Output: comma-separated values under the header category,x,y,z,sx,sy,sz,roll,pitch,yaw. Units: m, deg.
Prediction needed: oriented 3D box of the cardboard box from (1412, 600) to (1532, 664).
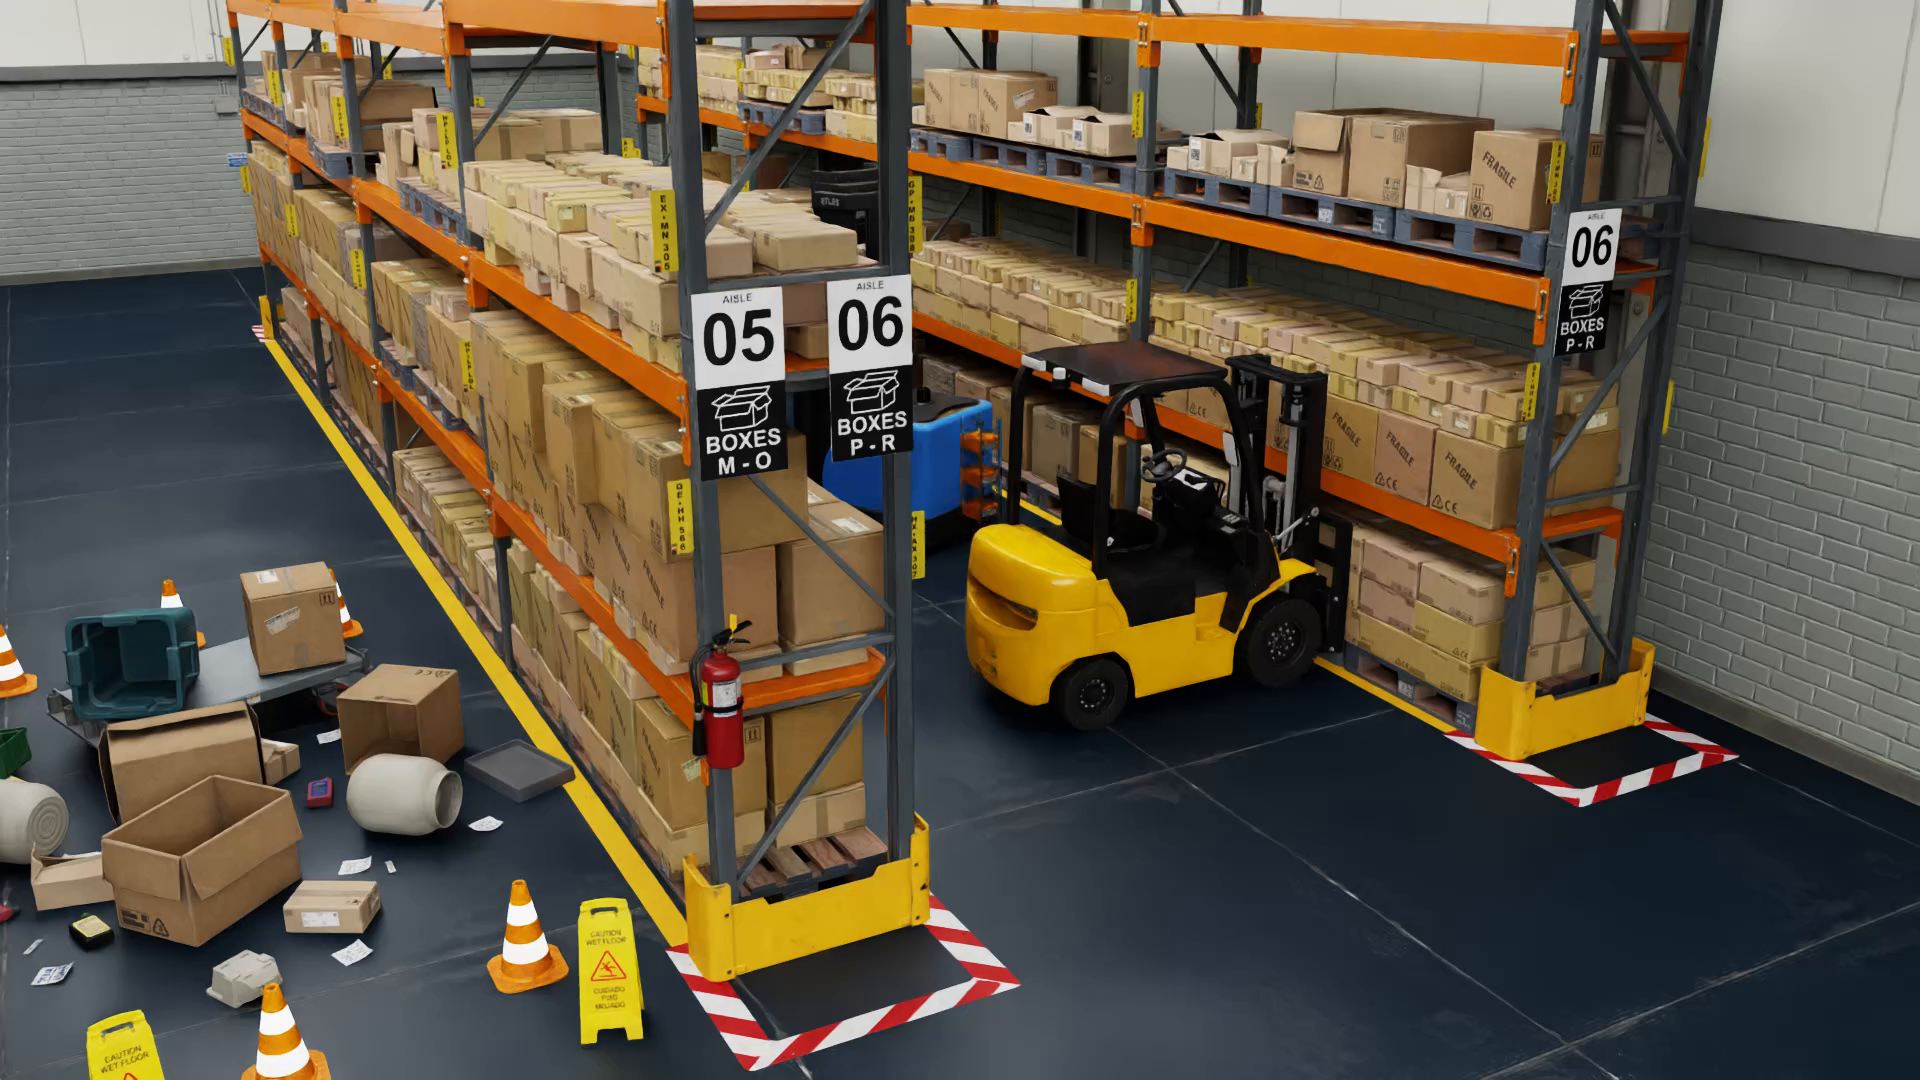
category,x,y,z,sx,sy,sz,roll,pitch,yaw
cardboard box,3.174,0.523,10.323,0.500,0.250,0.500,-10,22,-27

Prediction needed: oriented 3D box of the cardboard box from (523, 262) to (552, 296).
category,x,y,z,sx,sy,sz,roll,pitch,yaw
cardboard box,-2.118,-1.417,8.927,0.380,0.149,0.250,-10,22,-28

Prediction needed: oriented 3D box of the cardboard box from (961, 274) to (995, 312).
category,x,y,z,sx,sy,sz,roll,pitch,yaw
cardboard box,0.347,-2.251,15.019,0.500,0.250,0.500,-11,22,-28

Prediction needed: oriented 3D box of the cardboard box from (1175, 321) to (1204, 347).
category,x,y,z,sx,sy,sz,roll,pitch,yaw
cardboard box,1.826,-1.547,12.368,0.380,0.149,0.250,-9,21,-25

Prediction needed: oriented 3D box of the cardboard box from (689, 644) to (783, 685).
category,x,y,z,sx,sy,sz,roll,pitch,yaw
cardboard box,-1.052,0.563,7.785,0.380,0.149,0.250,-9,21,-25

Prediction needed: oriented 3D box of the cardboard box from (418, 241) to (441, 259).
category,x,y,z,sx,sy,sz,roll,pitch,yaw
cardboard box,-4.504,-2.477,14.525,0.500,0.500,0.500,-11,22,-28

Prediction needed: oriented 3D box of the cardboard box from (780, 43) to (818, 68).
category,x,y,z,sx,sy,sz,roll,pitch,yaw
cardboard box,-1.812,-5.500,18.870,0.396,0.266,0.258,-10,22,-27

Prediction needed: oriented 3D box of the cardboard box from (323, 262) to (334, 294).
category,x,y,z,sx,sy,sz,roll,pitch,yaw
cardboard box,-5.693,-2.482,15.690,0.500,0.250,0.500,-11,22,-28

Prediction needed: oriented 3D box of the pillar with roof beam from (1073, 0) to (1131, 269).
category,x,y,z,sx,sy,sz,roll,pitch,yaw
pillar with roof beam,-2.495,-4.482,12.825,9.100,9.000,0.400,-10,21,-27

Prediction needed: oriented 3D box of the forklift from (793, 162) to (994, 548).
category,x,y,z,sx,sy,sz,roll,pitch,yaw
forklift,-1.221,-1.653,13.929,3.031,2.935,1.130,12,23,32

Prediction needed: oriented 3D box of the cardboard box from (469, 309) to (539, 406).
category,x,y,z,sx,sy,sz,roll,pitch,yaw
cardboard box,-2.567,-1.130,10.165,0.700,0.500,0.500,-10,22,-27

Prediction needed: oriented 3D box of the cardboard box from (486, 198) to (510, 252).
category,x,y,z,sx,sy,sz,roll,pitch,yaw
cardboard box,-2.364,-1.802,9.430,0.500,0.250,0.500,-10,21,-27

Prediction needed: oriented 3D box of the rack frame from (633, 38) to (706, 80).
category,x,y,z,sx,sy,sz,roll,pitch,yaw
rack frame,-3.917,-7.680,22.092,1.000,3.000,0.127,-10,21,-27

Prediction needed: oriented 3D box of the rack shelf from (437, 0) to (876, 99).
category,x,y,z,sx,sy,sz,roll,pitch,yaw
rack shelf,-1.636,-2.550,8.332,1.077,0.370,4.000,-10,21,-27

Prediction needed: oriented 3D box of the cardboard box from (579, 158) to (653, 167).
category,x,y,z,sx,sy,sz,roll,pitch,yaw
cardboard box,-2.052,-2.186,9.931,0.380,0.149,0.250,-11,22,-28

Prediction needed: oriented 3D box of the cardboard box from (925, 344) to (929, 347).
category,x,y,z,sx,sy,sz,roll,pitch,yaw
cardboard box,-0.287,-1.873,17.648,0.500,0.500,0.500,-10,21,-26

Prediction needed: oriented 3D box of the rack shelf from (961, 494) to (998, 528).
category,x,y,z,sx,sy,sz,roll,pitch,yaw
rack shelf,0.164,-0.201,13.484,0.215,0.259,0.240,-16,25,-38

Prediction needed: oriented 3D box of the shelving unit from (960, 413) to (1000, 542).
category,x,y,z,sx,sy,sz,roll,pitch,yaw
shelving unit,0.162,-0.473,13.389,0.215,1.050,0.252,-16,25,-38

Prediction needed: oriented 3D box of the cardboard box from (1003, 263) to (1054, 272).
category,x,y,z,sx,sy,sz,roll,pitch,yaw
cardboard box,0.605,-2.336,14.654,0.380,0.149,0.250,-10,21,-27

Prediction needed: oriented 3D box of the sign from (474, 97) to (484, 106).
category,x,y,z,sx,sy,sz,roll,pitch,yaw
sign,-4.006,-3.523,13.853,0.100,0.325,0.005,-10,21,-27

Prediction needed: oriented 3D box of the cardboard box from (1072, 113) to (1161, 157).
category,x,y,z,sx,sy,sz,roll,pitch,yaw
cardboard box,1.223,-3.191,13.021,0.500,0.311,0.500,-11,22,-28

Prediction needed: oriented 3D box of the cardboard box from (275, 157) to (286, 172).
category,x,y,z,sx,sy,sz,roll,pitch,yaw
cardboard box,-7.362,-4.168,18.432,0.380,0.149,0.250,-10,22,-28

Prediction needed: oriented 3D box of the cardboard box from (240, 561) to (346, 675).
category,x,y,z,sx,sy,sz,roll,pitch,yaw
cardboard box,-4.138,0.479,10.317,0.500,0.500,0.500,-10,21,-27

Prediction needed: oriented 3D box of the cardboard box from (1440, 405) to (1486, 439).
category,x,y,z,sx,sy,sz,roll,pitch,yaw
cardboard box,3.122,-0.730,10.000,0.380,0.149,0.250,-10,21,-26

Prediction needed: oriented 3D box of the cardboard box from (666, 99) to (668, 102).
category,x,y,z,sx,sy,sz,roll,pitch,yaw
cardboard box,-3.557,-5.707,21.358,0.380,0.149,0.250,-10,21,-27

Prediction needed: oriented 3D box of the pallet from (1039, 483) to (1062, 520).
category,x,y,z,sx,sy,sz,roll,pitch,yaw
pallet,1.397,-0.287,14.138,1.003,0.211,1.213,-10,21,-27

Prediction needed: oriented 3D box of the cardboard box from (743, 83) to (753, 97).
category,x,y,z,sx,sy,sz,roll,pitch,yaw
cardboard box,-2.226,-5.093,18.783,0.380,0.149,0.250,-10,21,-26

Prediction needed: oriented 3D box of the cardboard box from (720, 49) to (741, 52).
category,x,y,z,sx,sy,sz,roll,pitch,yaw
cardboard box,-2.746,-6.040,20.946,0.500,0.250,0.500,-10,21,-27

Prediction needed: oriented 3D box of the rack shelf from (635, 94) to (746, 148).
category,x,y,z,sx,sy,sz,roll,pitch,yaw
rack shelf,-2.967,-5.348,21.035,1.077,0.370,4.000,-10,21,-27

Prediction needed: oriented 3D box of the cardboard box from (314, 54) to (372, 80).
category,x,y,z,sx,sy,sz,roll,pitch,yaw
cardboard box,-6.479,-4.838,17.505,0.500,0.500,0.500,-10,21,-26

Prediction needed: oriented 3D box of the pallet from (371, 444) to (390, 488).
category,x,y,z,sx,sy,sz,roll,pitch,yaw
pallet,-4.793,-0.697,15.329,1.003,0.211,1.213,-10,21,-27

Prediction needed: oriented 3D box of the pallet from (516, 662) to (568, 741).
category,x,y,z,sx,sy,sz,roll,pitch,yaw
pallet,-2.235,0.876,10.769,1.003,0.211,1.213,-10,21,-27

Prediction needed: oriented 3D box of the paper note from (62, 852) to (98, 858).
category,x,y,z,sx,sy,sz,roll,pitch,yaw
paper note,-4.638,1.680,8.728,0.172,0.023,0.155,-3,19,-8

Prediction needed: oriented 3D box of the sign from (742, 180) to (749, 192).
category,x,y,z,sx,sy,sz,roll,pitch,yaw
sign,-2.491,-4.019,19.352,0.100,0.325,0.005,-10,21,-27

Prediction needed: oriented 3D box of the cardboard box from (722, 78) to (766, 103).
category,x,y,z,sx,sy,sz,roll,pitch,yaw
cardboard box,-2.467,-5.283,19.519,0.500,0.250,0.500,-10,21,-26

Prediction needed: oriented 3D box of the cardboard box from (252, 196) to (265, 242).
category,x,y,z,sx,sy,sz,roll,pitch,yaw
cardboard box,-8.308,-3.939,20.295,0.500,0.500,0.500,-10,21,-27

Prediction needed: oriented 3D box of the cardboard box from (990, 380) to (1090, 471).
category,x,y,z,sx,sy,sz,roll,pitch,yaw
cardboard box,0.803,-1.063,15.109,0.875,0.625,0.625,-11,22,-29

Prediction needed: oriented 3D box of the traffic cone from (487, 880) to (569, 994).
category,x,y,z,sx,sy,sz,roll,pitch,yaw
traffic cone,-2.025,1.794,7.721,0.336,0.463,0.334,-10,21,-27

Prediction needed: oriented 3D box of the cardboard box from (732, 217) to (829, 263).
category,x,y,z,sx,sy,sz,roll,pitch,yaw
cardboard box,-0.809,-1.361,7.540,0.380,0.149,0.250,-10,21,-27

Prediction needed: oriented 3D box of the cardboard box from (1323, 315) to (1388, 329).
category,x,y,z,sx,sy,sz,roll,pitch,yaw
cardboard box,2.779,-1.476,11.707,0.380,0.149,0.250,-10,22,-27

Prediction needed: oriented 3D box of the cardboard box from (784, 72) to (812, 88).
category,x,y,z,sx,sy,sz,roll,pitch,yaw
cardboard box,-1.671,-4.949,17.908,0.380,0.149,0.250,-10,21,-26

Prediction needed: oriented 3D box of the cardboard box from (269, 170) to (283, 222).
category,x,y,z,sx,sy,sz,roll,pitch,yaw
cardboard box,-7.335,-3.830,18.446,0.500,0.500,0.500,-10,21,-26

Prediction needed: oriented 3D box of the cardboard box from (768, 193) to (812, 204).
category,x,y,z,sx,sy,sz,roll,pitch,yaw
cardboard box,-1.739,-3.619,18.725,0.700,0.500,0.500,-10,21,-26

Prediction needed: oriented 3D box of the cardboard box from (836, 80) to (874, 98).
category,x,y,z,sx,sy,sz,roll,pitch,yaw
cardboard box,-1.036,-4.577,16.861,0.380,0.149,0.250,-11,22,-28

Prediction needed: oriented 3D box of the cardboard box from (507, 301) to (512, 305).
category,x,y,z,sx,sy,sz,roll,pitch,yaw
cardboard box,-3.104,-1.808,12.025,0.380,0.149,0.250,-9,21,-24

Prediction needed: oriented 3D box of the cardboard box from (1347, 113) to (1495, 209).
category,x,y,z,sx,sy,sz,roll,pitch,yaw
cardboard box,2.858,-2.361,10.326,0.700,0.500,0.500,-10,21,-26

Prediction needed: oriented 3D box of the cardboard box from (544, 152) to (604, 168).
category,x,y,z,sx,sy,sz,roll,pitch,yaw
cardboard box,-2.510,-2.405,10.989,0.500,0.250,0.500,-11,22,-28

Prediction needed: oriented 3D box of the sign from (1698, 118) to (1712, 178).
category,x,y,z,sx,sy,sz,roll,pitch,yaw
sign,4.172,-2.204,9.360,0.100,0.325,0.005,-10,21,-27

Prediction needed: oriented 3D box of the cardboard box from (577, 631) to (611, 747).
category,x,y,z,sx,sy,sz,roll,pitch,yaw
cardboard box,-1.780,0.781,9.192,0.500,0.500,0.500,-11,22,-28

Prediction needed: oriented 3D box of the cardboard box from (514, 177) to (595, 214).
category,x,y,z,sx,sy,sz,roll,pitch,yaw
cardboard box,-2.193,-1.874,9.029,0.380,0.149,0.250,-11,22,-28

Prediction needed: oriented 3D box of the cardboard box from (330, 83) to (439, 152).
category,x,y,z,sx,sy,sz,roll,pitch,yaw
cardboard box,-4.797,-3.528,13.856,0.797,0.503,0.637,-11,22,-30

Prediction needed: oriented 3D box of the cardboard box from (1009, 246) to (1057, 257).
category,x,y,z,sx,sy,sz,roll,pitch,yaw
cardboard box,0.684,-2.638,15.531,0.380,0.149,0.250,-10,22,-28

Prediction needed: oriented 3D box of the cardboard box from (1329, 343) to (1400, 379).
category,x,y,z,sx,sy,sz,roll,pitch,yaw
cardboard box,2.631,-1.167,10.810,0.380,0.149,0.250,-10,21,-26

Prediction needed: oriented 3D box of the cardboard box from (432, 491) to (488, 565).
category,x,y,z,sx,sy,sz,roll,pitch,yaw
cardboard box,-3.513,-0.141,12.826,0.950,0.372,0.625,-9,21,-25

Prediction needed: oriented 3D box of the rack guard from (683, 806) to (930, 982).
category,x,y,z,sx,sy,sz,roll,pitch,yaw
rack guard,-0.722,1.679,8.000,1.175,0.500,0.348,-10,21,-27

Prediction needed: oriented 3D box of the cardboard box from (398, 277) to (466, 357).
category,x,y,z,sx,sy,sz,roll,pitch,yaw
cardboard box,-3.963,-1.699,12.704,0.500,0.500,0.500,-10,21,-26

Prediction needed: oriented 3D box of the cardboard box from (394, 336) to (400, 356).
category,x,y,z,sx,sy,sz,roll,pitch,yaw
cardboard box,-4.300,-1.563,13.304,0.380,0.149,0.250,-12,22,-30
